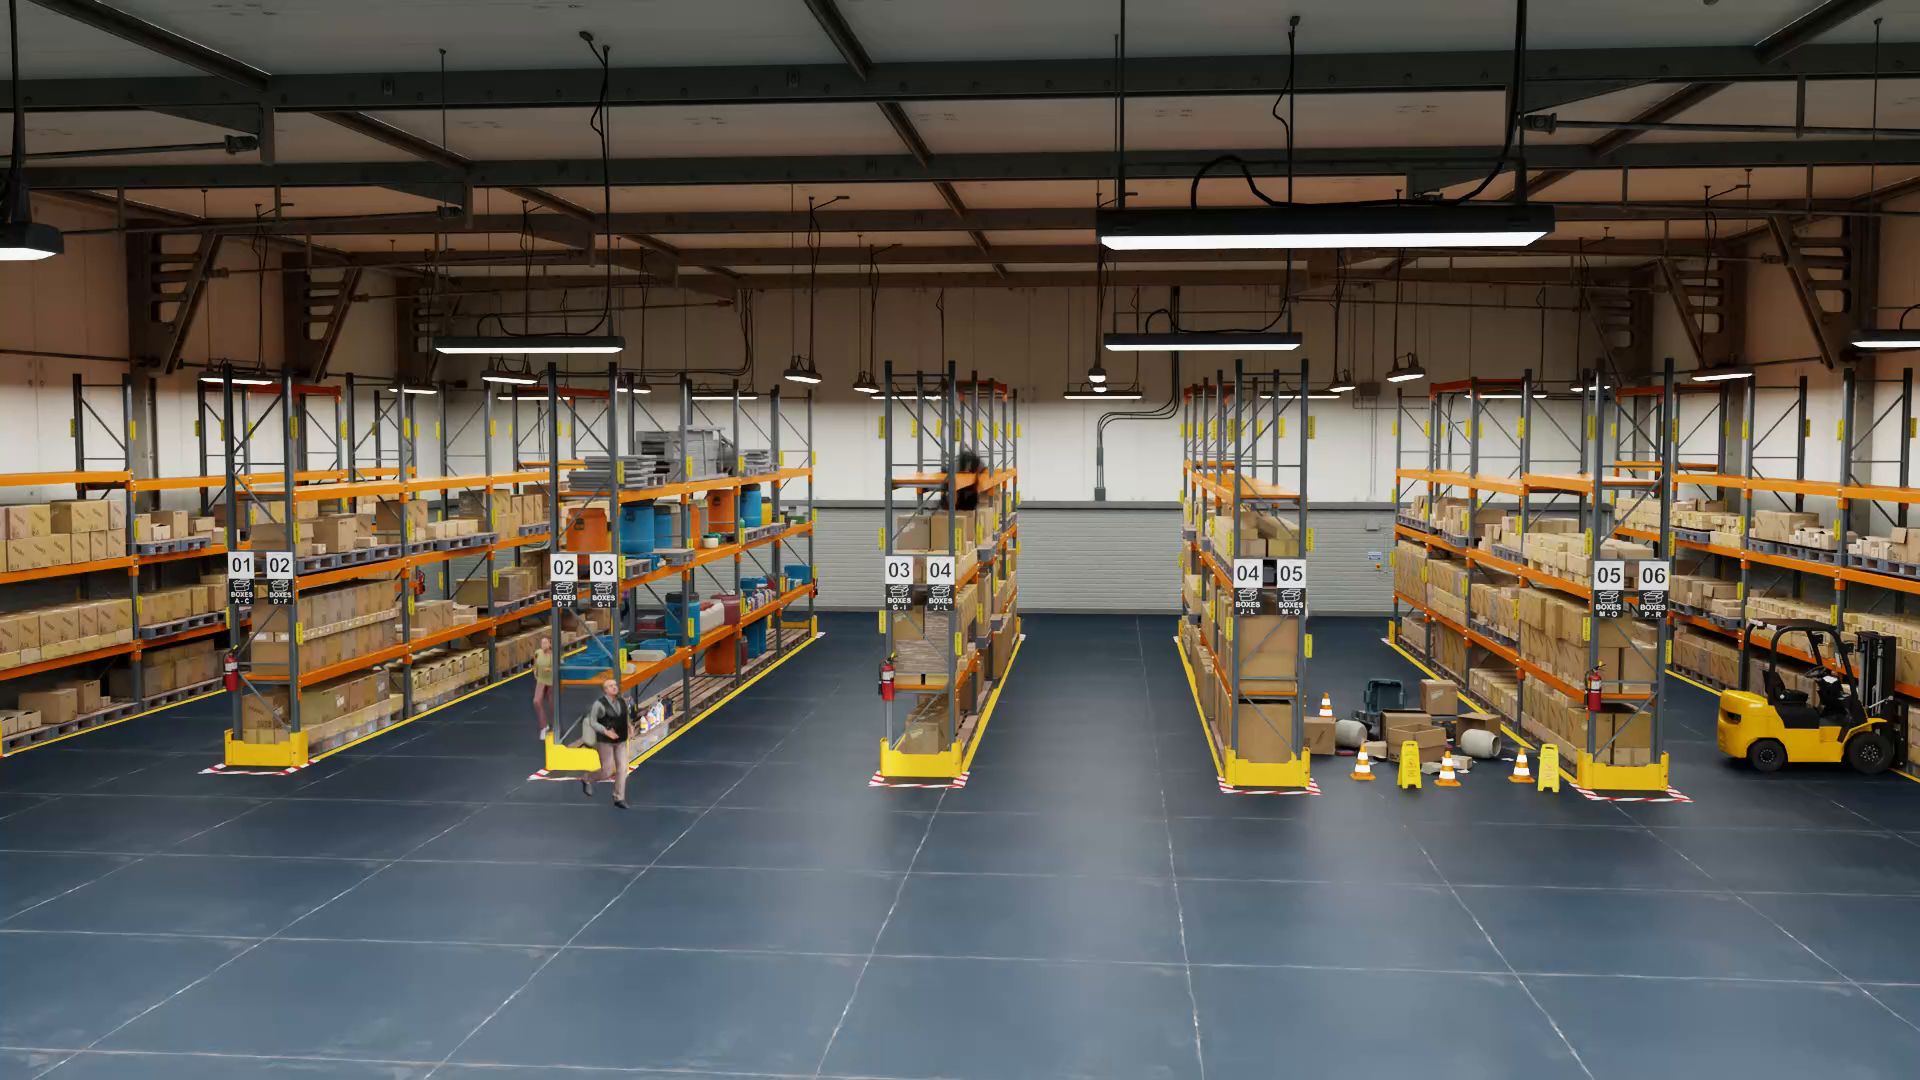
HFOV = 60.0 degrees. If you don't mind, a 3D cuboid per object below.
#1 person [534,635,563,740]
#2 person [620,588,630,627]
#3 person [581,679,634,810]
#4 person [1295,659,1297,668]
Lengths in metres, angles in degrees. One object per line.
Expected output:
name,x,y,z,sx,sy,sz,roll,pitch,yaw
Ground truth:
person,-6.727,2.385,27.230,0.599,1.693,0.817,0,4,8
person,-8.369,1.474,41.678,0.800,1.570,0.577,1,4,20
person,-4.670,2.704,22.196,0.830,1.721,0.670,4,5,44
person,6.777,1.820,34.619,0.703,1.763,0.966,0,4,-2
